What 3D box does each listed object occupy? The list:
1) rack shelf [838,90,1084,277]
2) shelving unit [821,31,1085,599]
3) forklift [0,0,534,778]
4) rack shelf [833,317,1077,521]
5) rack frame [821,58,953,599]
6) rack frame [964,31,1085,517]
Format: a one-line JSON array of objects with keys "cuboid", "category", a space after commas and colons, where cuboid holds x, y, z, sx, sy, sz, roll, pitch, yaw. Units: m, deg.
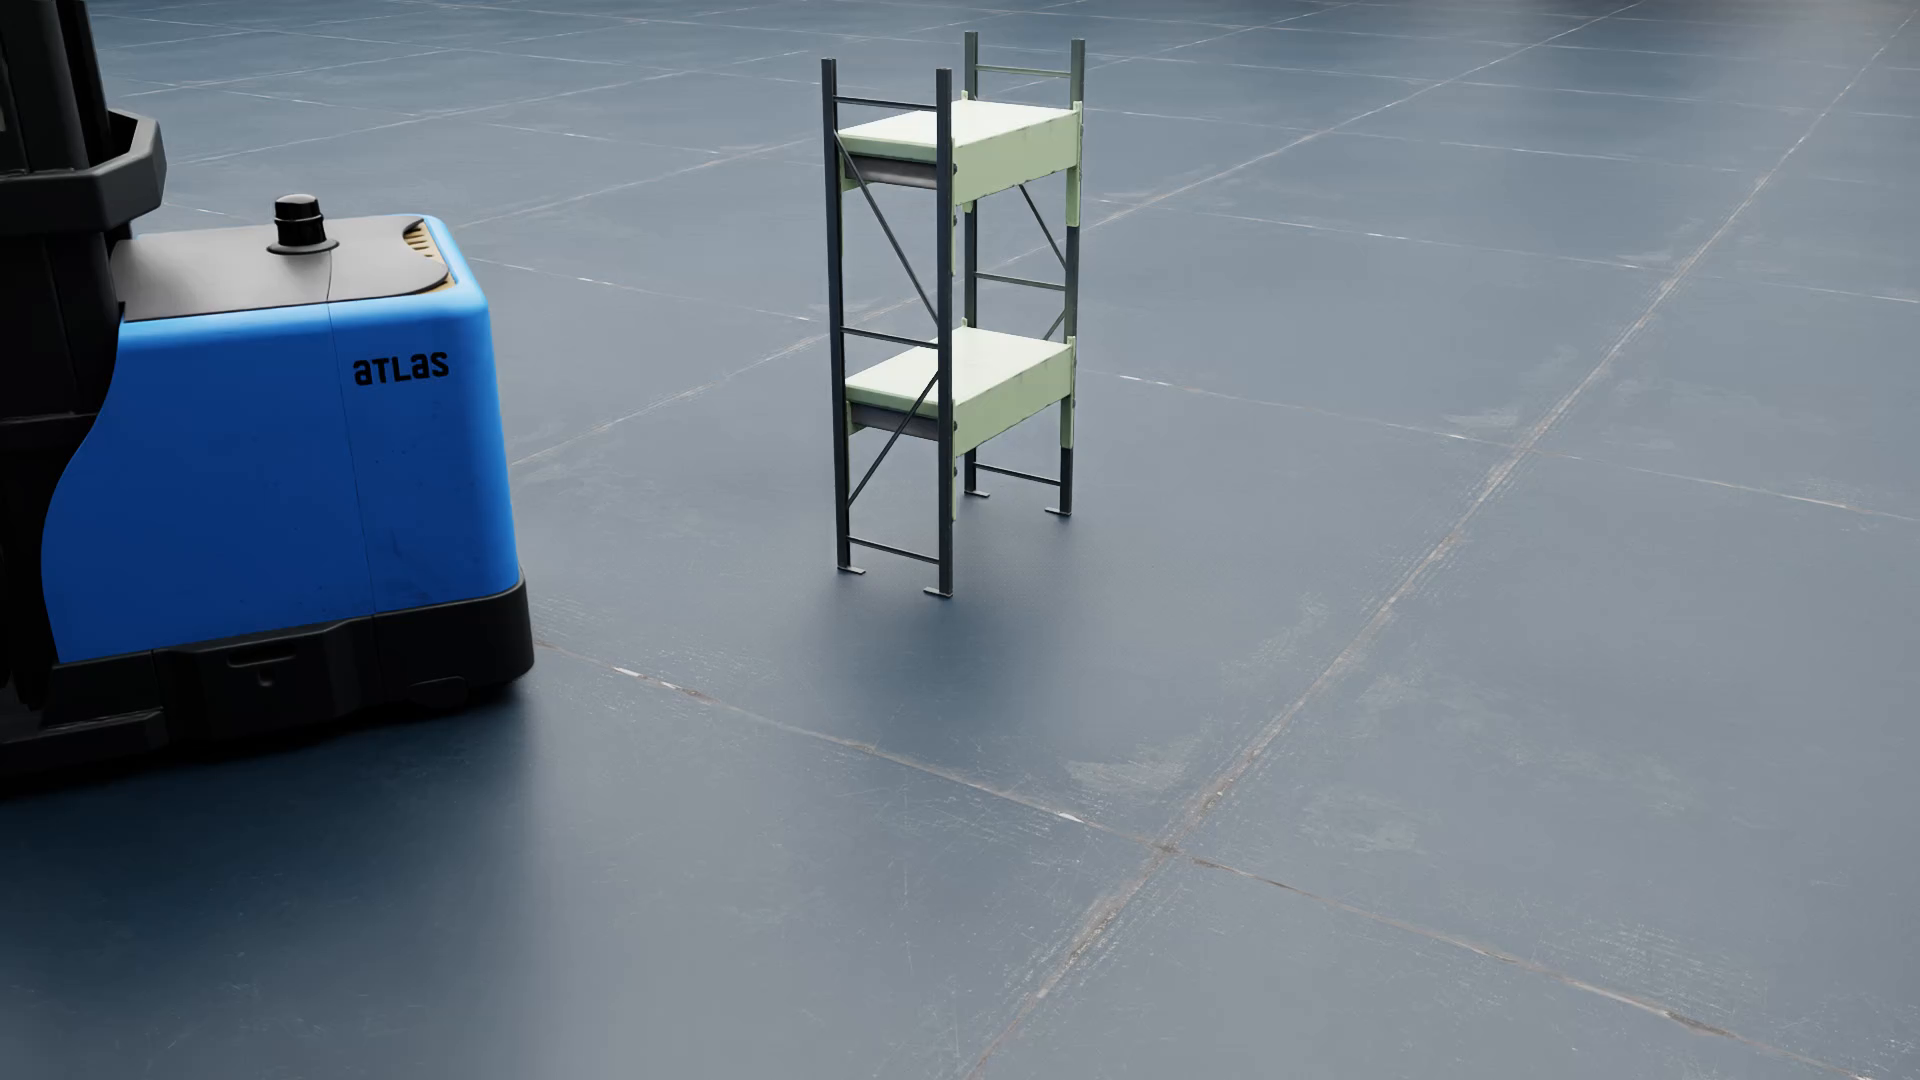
[{"cuboid": [-0.003, -1.044, 4.792, 0.431, 0.370, 0.720, 14, 27, 29], "category": "rack shelf"}, {"cuboid": [-0.004, -0.686, 4.947, 0.431, 1.500, 0.755, 14, 27, 29], "category": "shelving unit"}, {"cuboid": [-2.676, -0.895, 3.628, 3.031, 2.935, 1.130, -9, 25, -20], "category": "forklift"}, {"cuboid": [-0.004, -0.387, 5.076, 0.431, 0.370, 0.720, 14, 27, 29], "category": "rack shelf"}, {"cuboid": [-0.197, -0.562, 4.661, 0.400, 1.500, 0.023, 14, 27, 29], "category": "rack frame"}, {"cuboid": [0.190, -0.810, 5.232, 0.400, 1.500, 0.023, 14, 27, 29], "category": "rack frame"}]
